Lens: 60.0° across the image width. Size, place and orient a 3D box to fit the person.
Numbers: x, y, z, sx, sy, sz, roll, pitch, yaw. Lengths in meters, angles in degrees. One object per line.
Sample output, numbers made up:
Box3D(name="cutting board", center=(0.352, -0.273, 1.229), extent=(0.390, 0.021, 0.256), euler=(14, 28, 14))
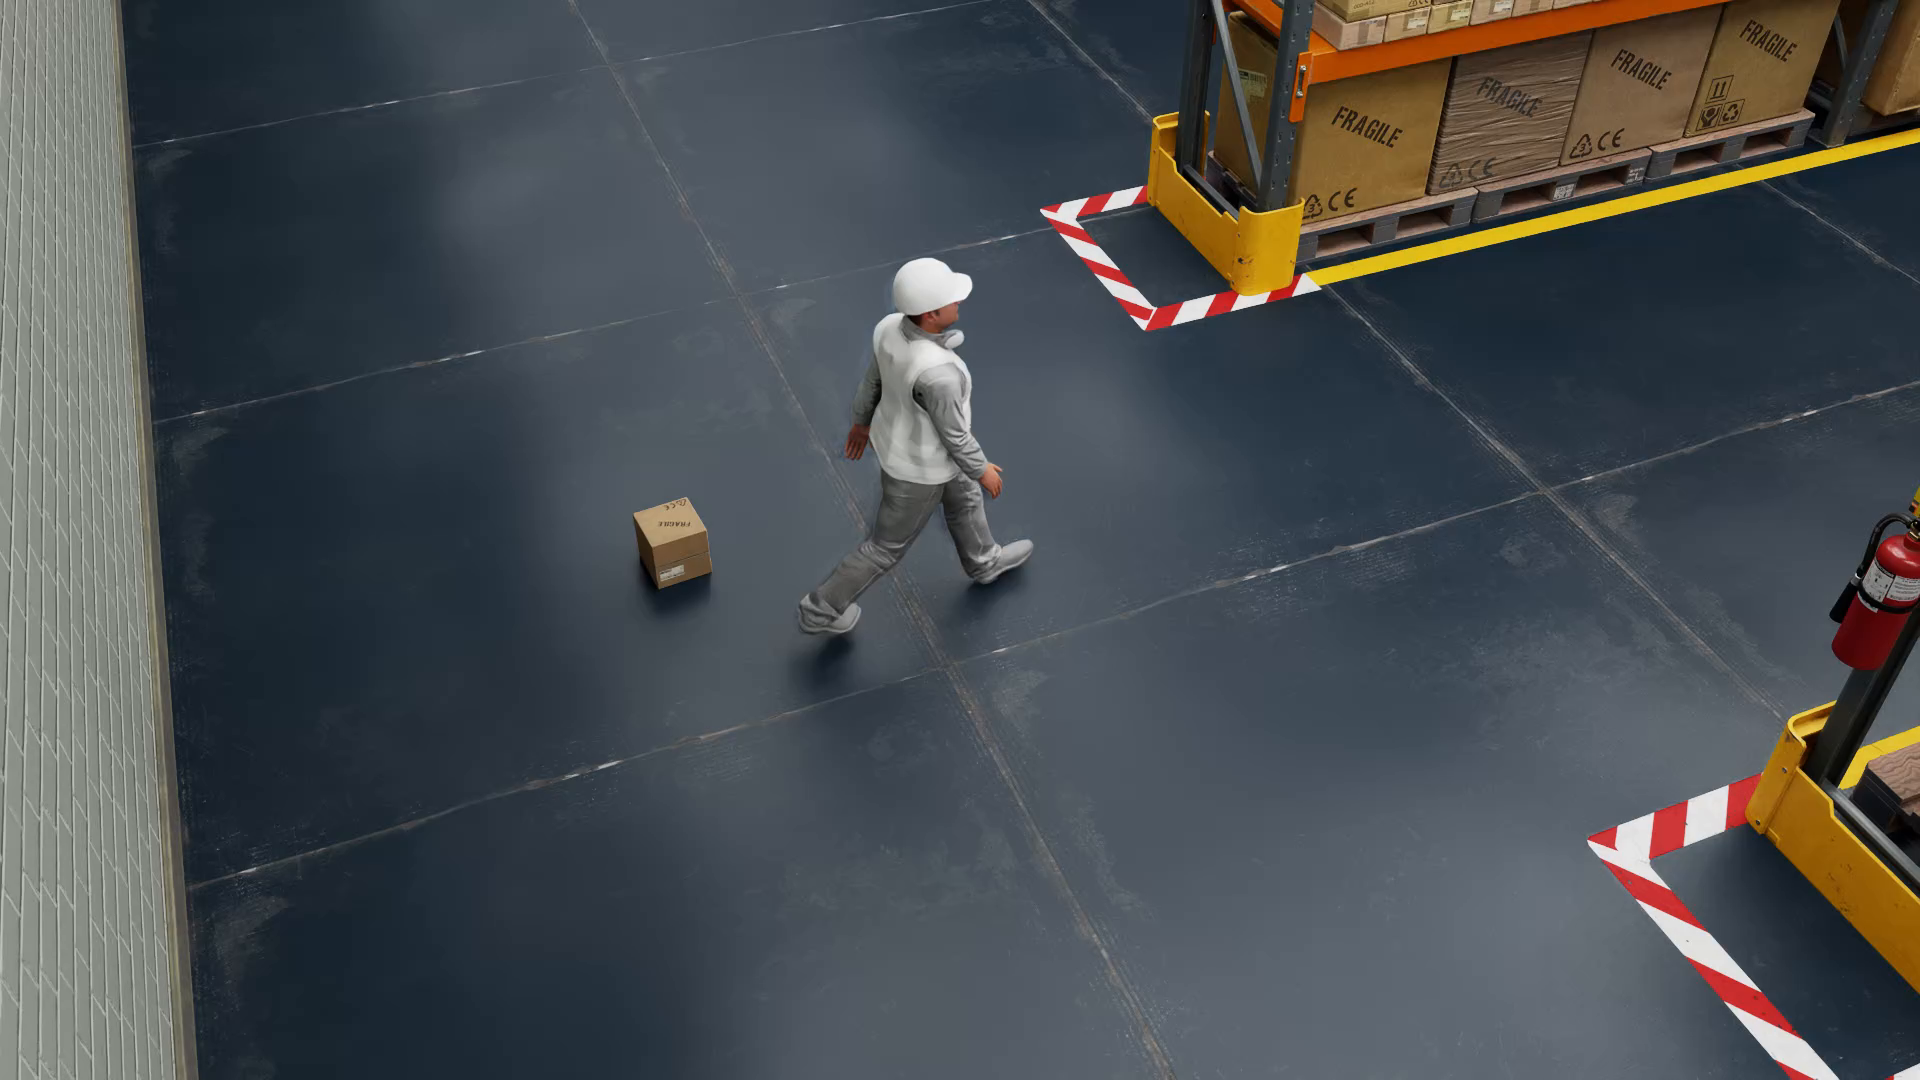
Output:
Box3D(name="person", center=(-0.166, -0.350, 6.564), extent=(1.109, 1.717, 0.571), euler=(-11, 43, -13))
